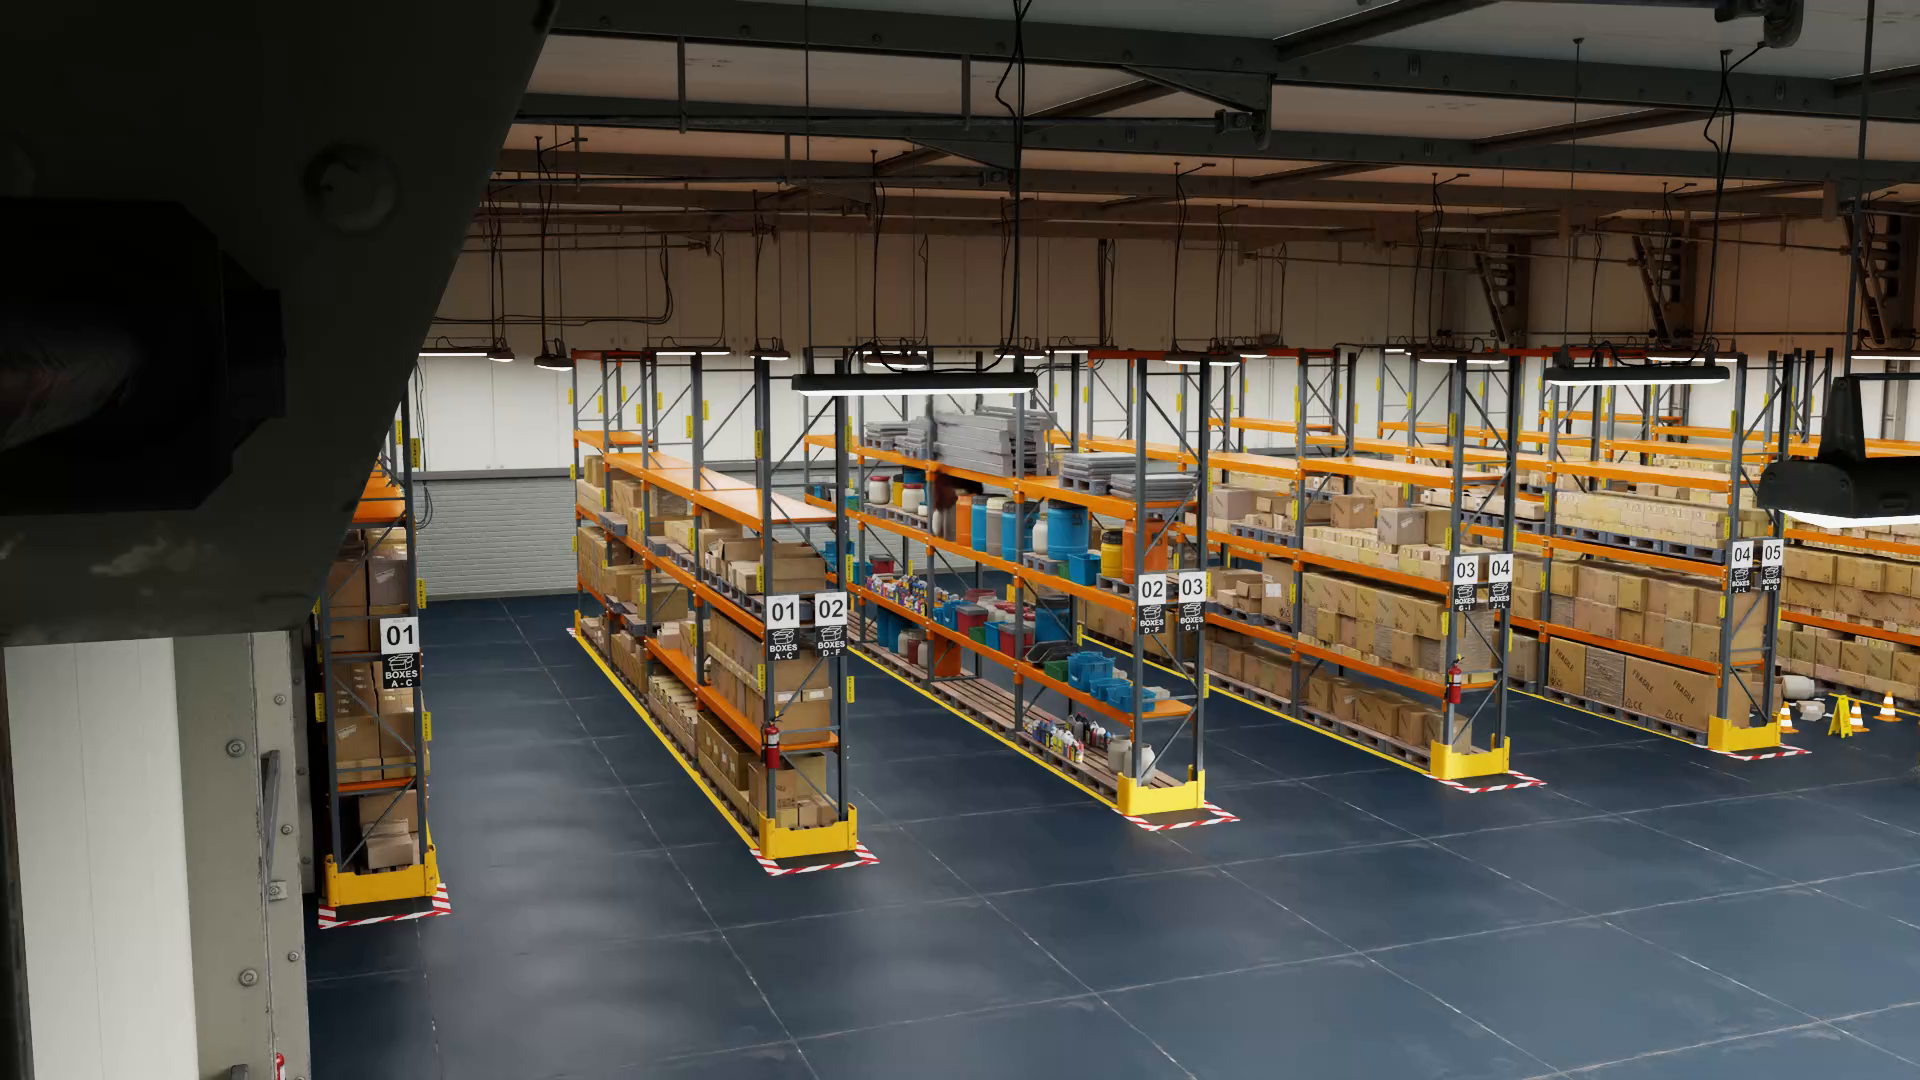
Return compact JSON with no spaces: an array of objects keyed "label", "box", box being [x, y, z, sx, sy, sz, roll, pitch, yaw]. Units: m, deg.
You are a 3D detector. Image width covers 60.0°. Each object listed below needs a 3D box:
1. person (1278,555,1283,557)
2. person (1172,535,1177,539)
[{"label":"person","box":[6.702,1.077,34.662,0.653,1.710,0.837,-3,8,-22]},{"label":"person","box":[4.962,0.703,38.962,0.615,1.637,0.778,0,7,-4]}]
